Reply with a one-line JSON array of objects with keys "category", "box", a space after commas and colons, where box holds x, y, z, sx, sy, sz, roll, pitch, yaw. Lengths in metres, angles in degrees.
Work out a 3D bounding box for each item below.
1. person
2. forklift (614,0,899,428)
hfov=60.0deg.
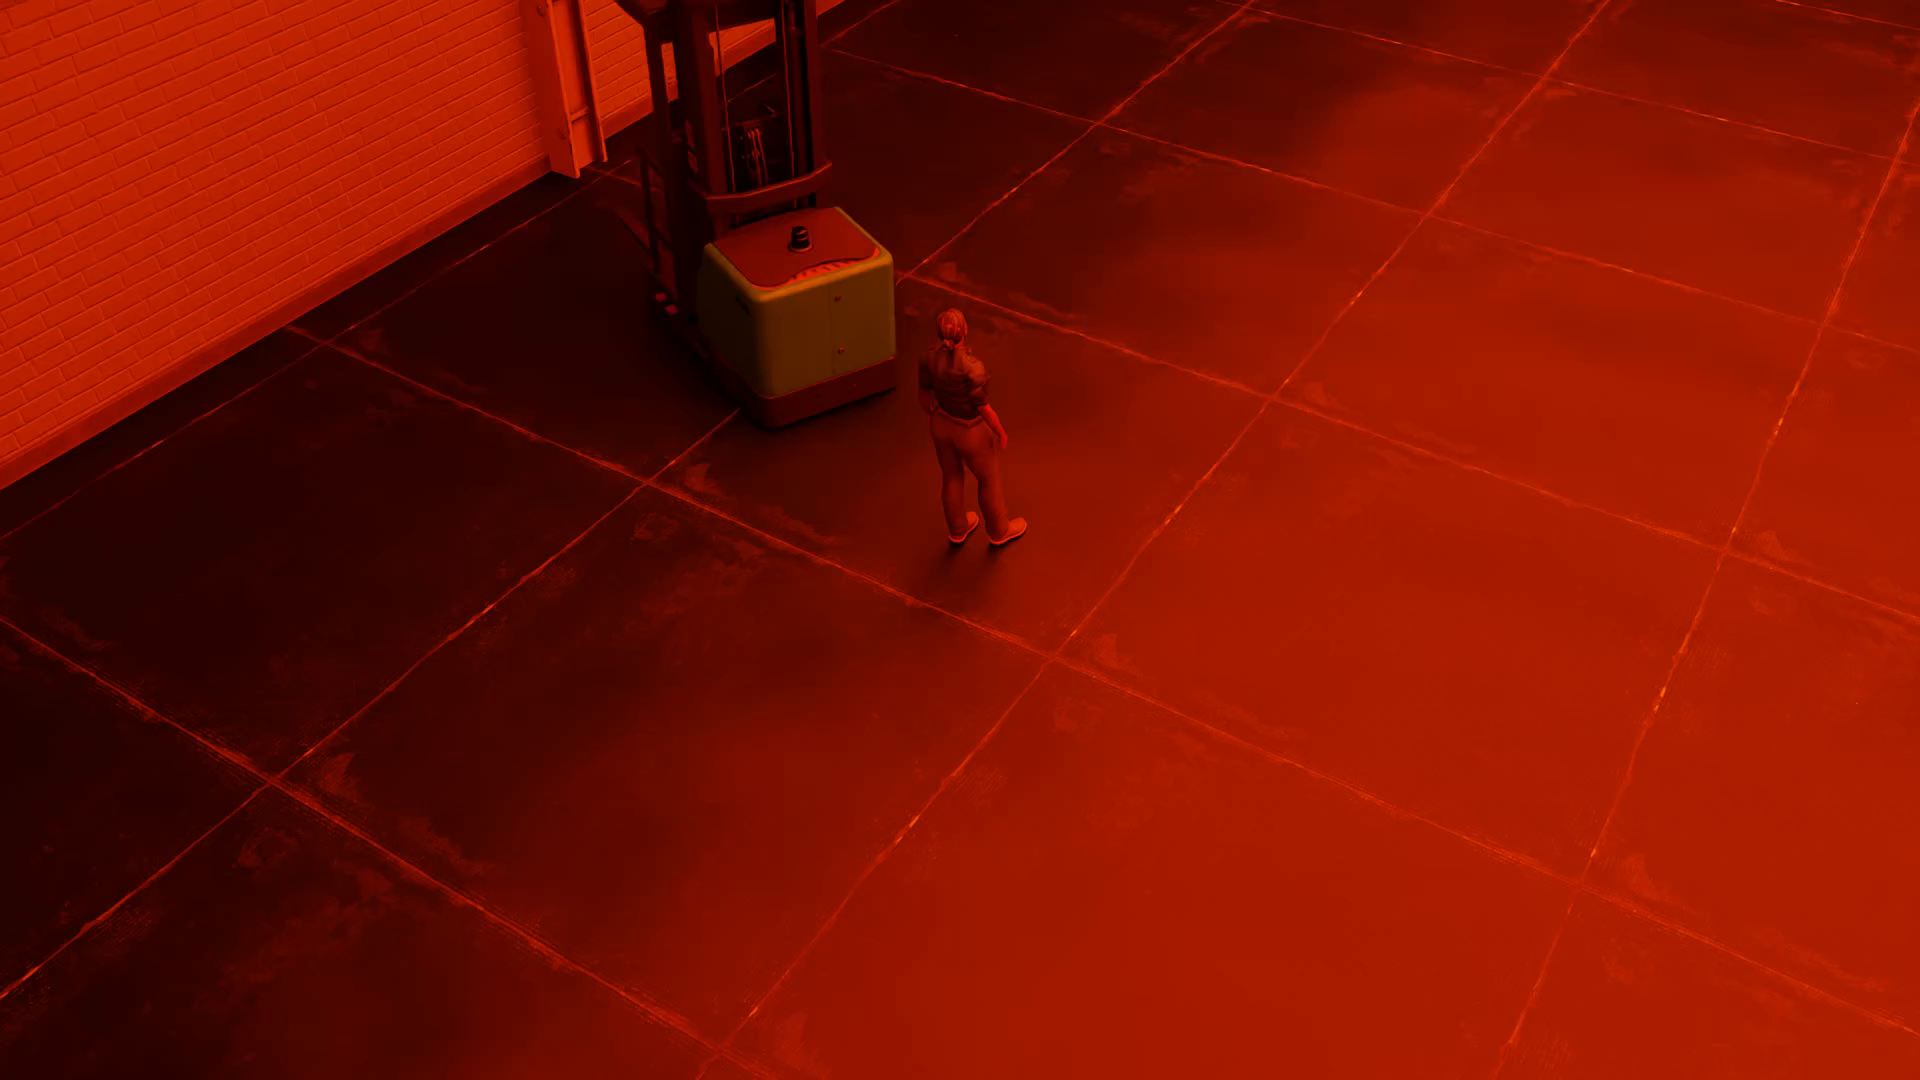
[{"category": "person", "box": [0.064, -0.673, 9.746, 0.569, 1.643, 0.504, 22, 45, 24]}, {"category": "forklift", "box": [-1.613, -2.793, 11.263, 1.130, 2.935, 3.031, -21, 45, -23]}]
